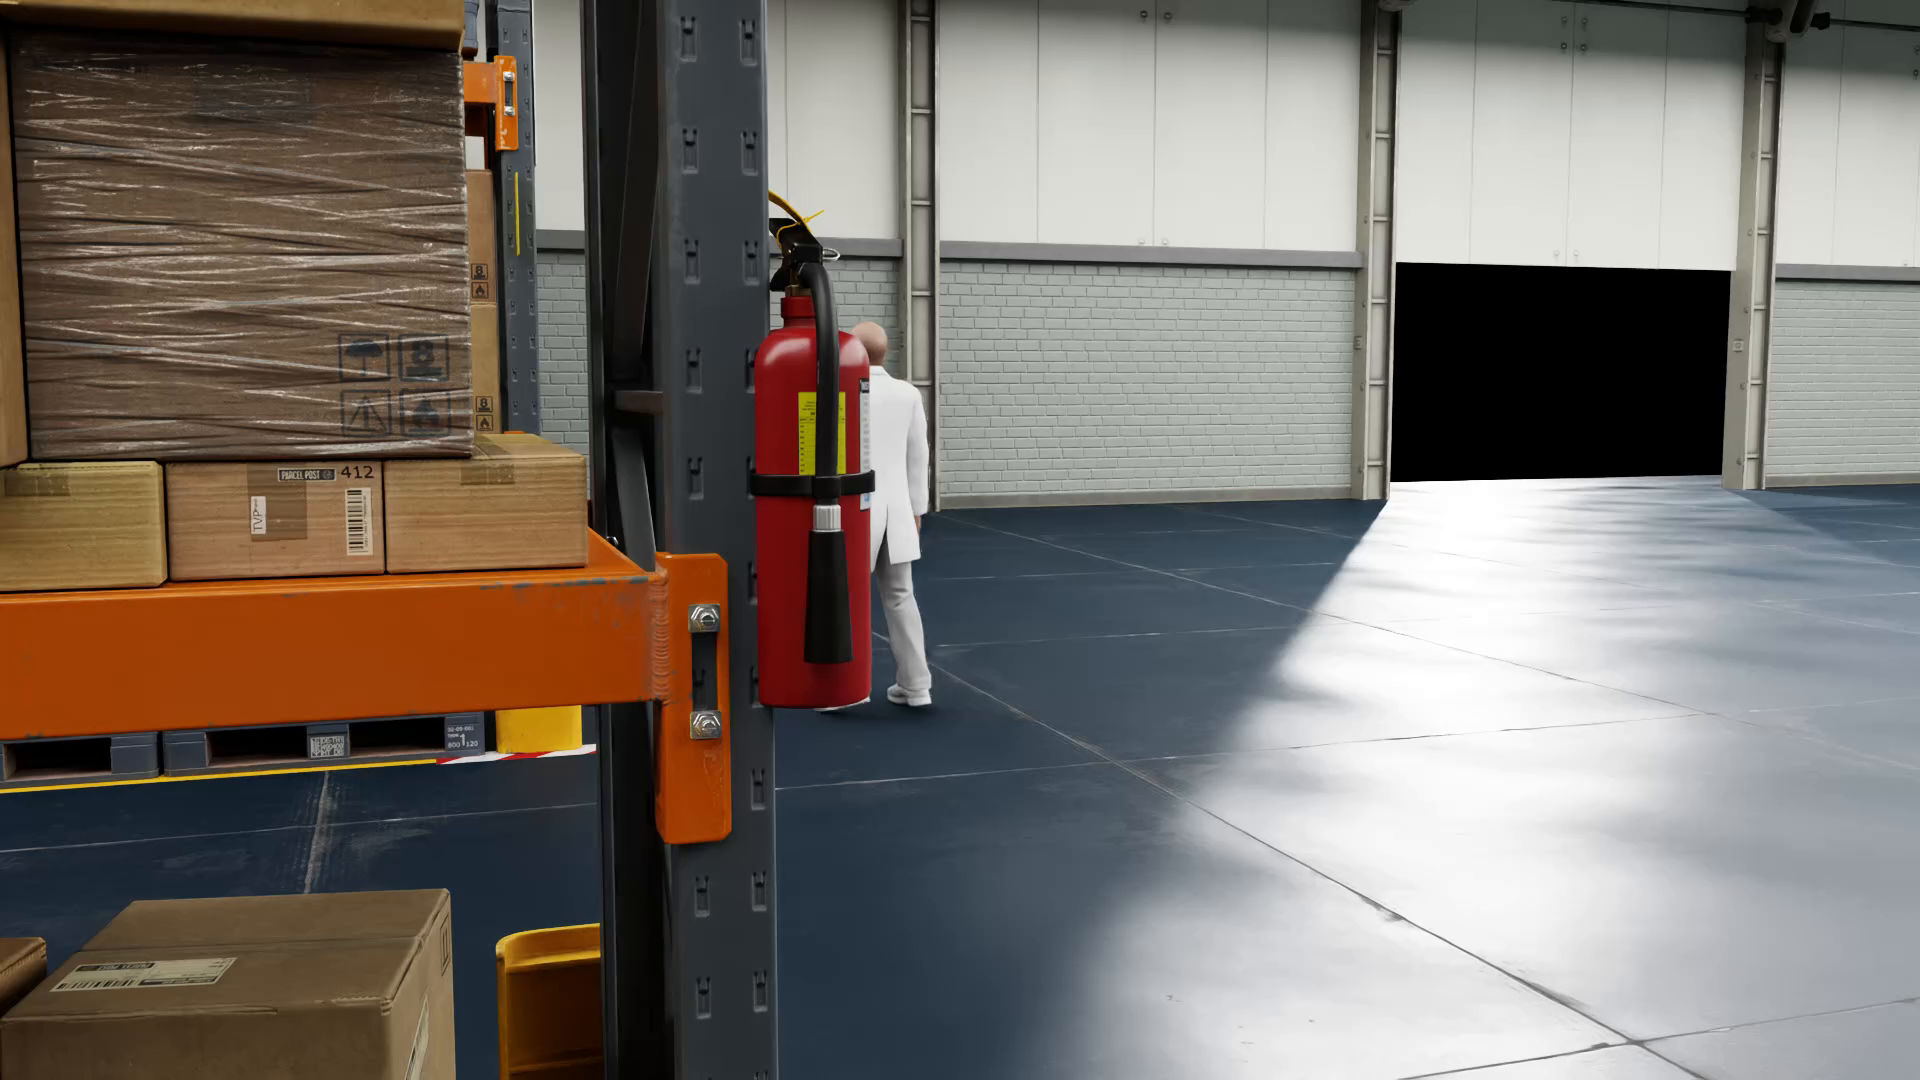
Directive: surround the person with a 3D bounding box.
[{"bbox_3d":[-0.405,-0.100,7.650,0.647,1.795,0.455,-4,7,-36],"label":"person"}]
